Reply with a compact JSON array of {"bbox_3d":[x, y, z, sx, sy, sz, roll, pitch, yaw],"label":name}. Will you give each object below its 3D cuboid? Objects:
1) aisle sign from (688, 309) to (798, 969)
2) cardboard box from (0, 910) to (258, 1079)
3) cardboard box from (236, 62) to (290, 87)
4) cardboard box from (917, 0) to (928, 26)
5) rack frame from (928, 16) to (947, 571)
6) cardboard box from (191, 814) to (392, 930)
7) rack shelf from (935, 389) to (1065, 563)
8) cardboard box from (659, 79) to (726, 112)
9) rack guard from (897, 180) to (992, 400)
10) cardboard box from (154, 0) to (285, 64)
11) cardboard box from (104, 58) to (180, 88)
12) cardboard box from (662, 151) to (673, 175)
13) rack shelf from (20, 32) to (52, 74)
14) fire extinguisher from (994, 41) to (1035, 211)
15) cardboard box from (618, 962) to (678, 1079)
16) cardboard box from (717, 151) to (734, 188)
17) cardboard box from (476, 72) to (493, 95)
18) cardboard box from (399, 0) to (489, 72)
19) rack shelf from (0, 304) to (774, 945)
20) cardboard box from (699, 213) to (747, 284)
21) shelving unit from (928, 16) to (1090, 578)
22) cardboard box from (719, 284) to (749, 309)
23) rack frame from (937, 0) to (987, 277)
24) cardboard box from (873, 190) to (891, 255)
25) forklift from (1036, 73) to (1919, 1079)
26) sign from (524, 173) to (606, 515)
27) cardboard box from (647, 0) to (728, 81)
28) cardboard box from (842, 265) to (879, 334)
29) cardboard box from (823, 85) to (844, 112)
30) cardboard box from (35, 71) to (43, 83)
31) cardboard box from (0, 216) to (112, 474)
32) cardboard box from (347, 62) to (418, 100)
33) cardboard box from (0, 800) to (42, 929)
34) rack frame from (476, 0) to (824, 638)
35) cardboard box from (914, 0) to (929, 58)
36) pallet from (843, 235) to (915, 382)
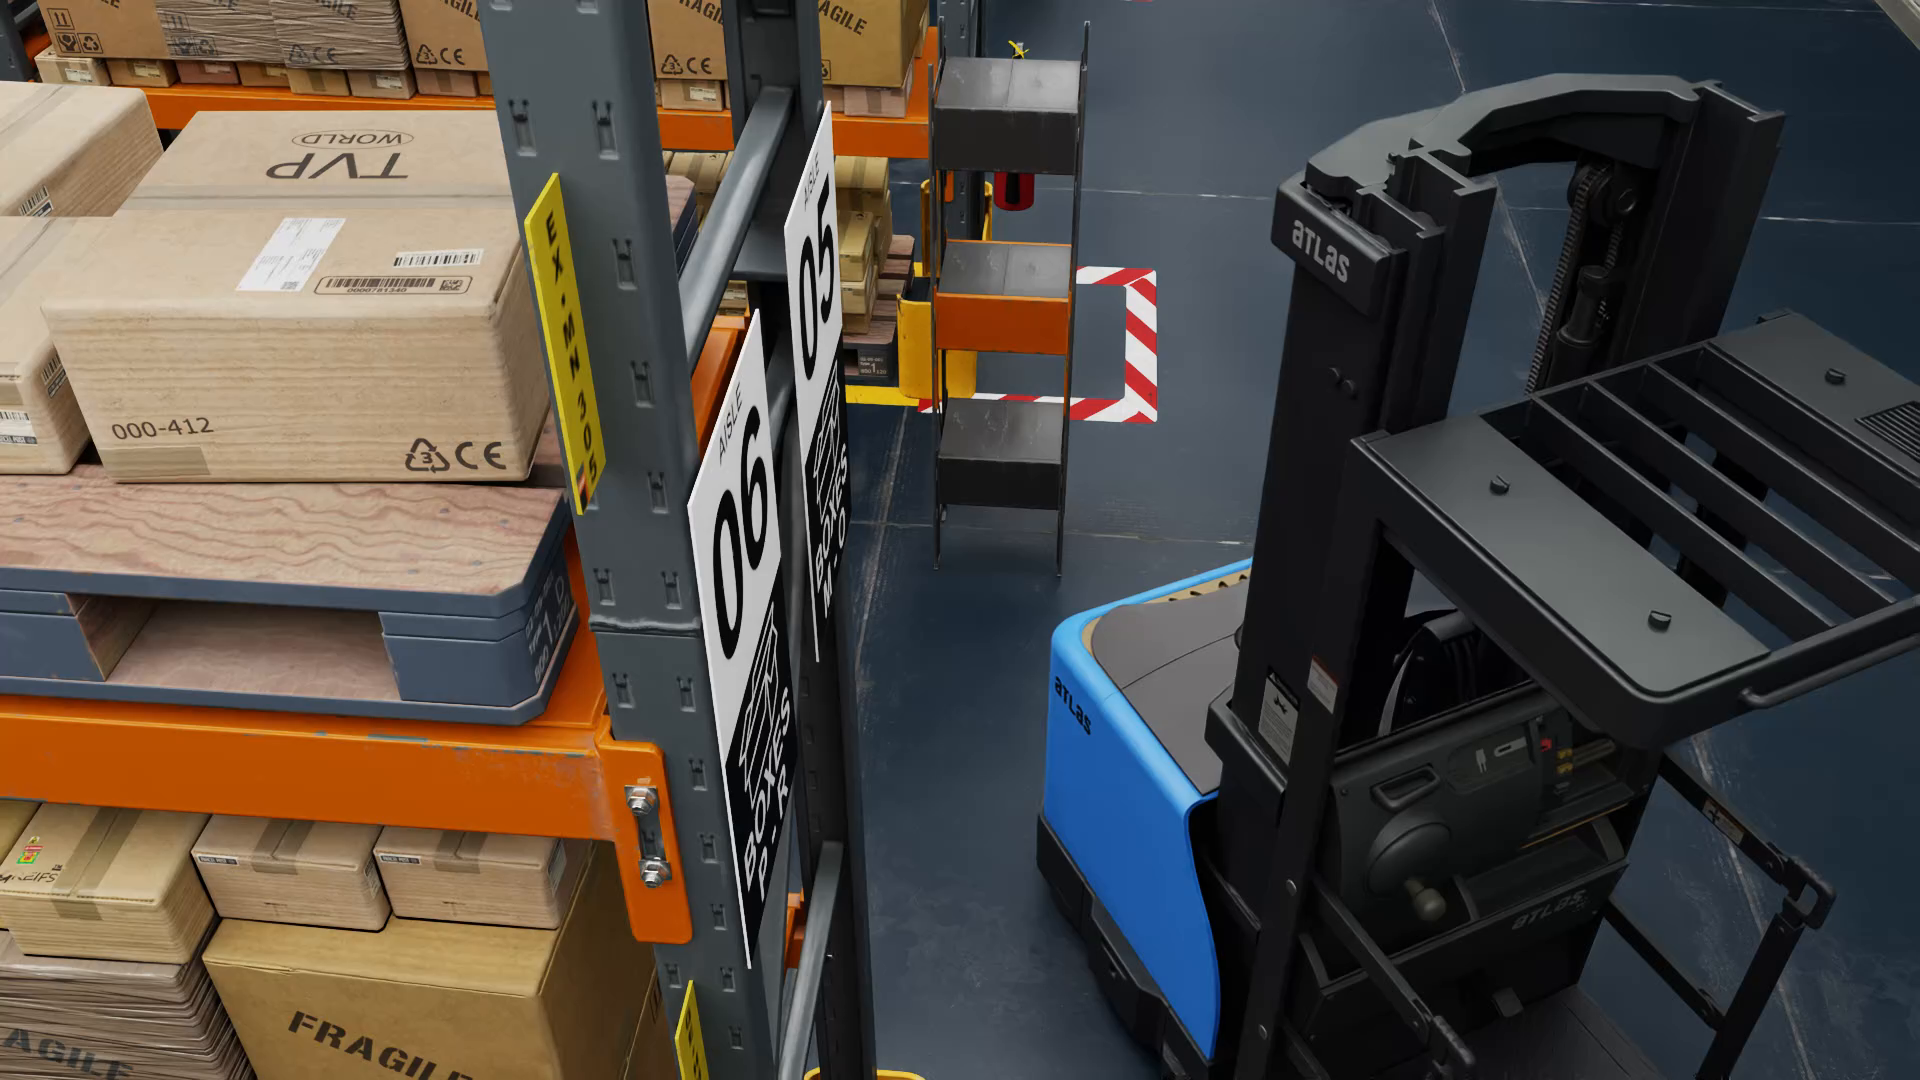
[{"bbox_3d":[-0.265,0.146,2.135,0.004,0.787,0.394,3,39,4],"label":"aisle sign"},{"bbox_3d":[-1.334,0.642,2.714,0.500,0.500,0.500,3,39,4],"label":"cardboard box"},{"bbox_3d":[-2.911,-2.095,7.147,0.250,0.149,0.380,2,39,2],"label":"cardboard box"},{"bbox_3d":[-0.407,-2.516,7.150,0.500,0.500,0.500,5,39,6],"label":"cardboard box"},{"bbox_3d":[-0.078,-0.819,6.092,0.015,2.100,0.400,3,39,4],"label":"rack frame"},{"bbox_3d":[-0.940,0.385,2.516,0.250,0.149,0.380,4,39,5],"label":"cardboard box"},{"bbox_3d":[0.165,-0.252,6.527,0.480,0.518,0.431,3,39,4],"label":"rack shelf"},{"bbox_3d":[-1.085,-1.947,6.964,0.250,0.149,0.380,4,39,5],"label":"cardboard box"},{"bbox_3d":[-0.060,-1.198,7.826,0.348,0.500,1.175,3,39,4],"label":"rack guard"},{"bbox_3d":[-3.004,-2.328,6.919,0.500,0.500,0.500,3,39,4],"label":"cardboard box"},{"bbox_3d":[-3.451,-2.095,7.147,0.250,0.149,0.380,4,39,5],"label":"cardboard box"},{"bbox_3d":[-1.531,-1.710,7.929,0.250,0.149,0.380,5,39,6],"label":"cardboard box"},{"bbox_3d":[-5.962,-2.211,7.660,4.000,0.370,1.077,3,39,4],"label":"rack shelf"},{"bbox_3d":[0.227,-1.685,6.800,0.183,0.674,0.296,3,39,4],"label":"fire extinguisher"},{"bbox_3d":[-0.814,1.057,2.996,0.500,0.500,0.500,3,39,4],"label":"cardboard box"},{"bbox_3d":[-1.002,-1.727,7.950,0.250,0.149,0.380,3,39,4],"label":"cardboard box"},{"bbox_3d":[-1.875,-2.036,7.074,0.250,0.149,0.380,4,39,5],"label":"cardboard box"},{"bbox_3d":[-1.968,-2.267,6.844,0.500,0.500,0.500,5,39,6],"label":"cardboard box"},{"bbox_3d":[-2.303,-0.038,2.614,4.000,0.370,1.077,3,39,4],"label":"rack shelf"},{"bbox_3d":[-1.048,-1.305,7.431,0.250,0.149,0.380,2,39,3],"label":"cardboard box"},{"bbox_3d":[0.165,-0.805,6.076,0.503,2.100,0.431,3,39,4],"label":"shelving unit"},{"bbox_3d":[-1.052,-1.212,7.553,0.250,0.149,0.380,2,39,2],"label":"cardboard box"},{"bbox_3d":[0.016,-2.163,7.032,0.127,3.000,1.000,3,39,4],"label":"rack frame"},{"bbox_3d":[-0.484,-1.526,7.939,0.250,0.149,0.380,5,39,6],"label":"cardboard box"},{"bbox_3d":[1.331,0.641,3.641,1.130,2.935,3.031,-17,42,-19],"label":"forklift"},{"bbox_3d":[-0.371,-0.180,1.580,0.005,0.325,0.100,3,39,4],"label":"sign"},{"bbox_3d":[-0.967,-2.211,6.776,0.500,0.500,0.500,3,39,3],"label":"cardboard box"},{"bbox_3d":[-0.526,-1.118,7.673,0.250,0.149,0.380,4,39,5],"label":"cardboard box"},{"bbox_3d":[-0.578,-1.943,6.960,0.250,0.149,0.380,3,39,4],"label":"cardboard box"},{"bbox_3d":[-4.682,-2.072,7.973,0.500,0.250,0.500,2,39,2],"label":"cardboard box"},{"bbox_3d":[-1.191,-0.253,2.095,0.250,0.149,0.380,0,39,0],"label":"cardboard box"},{"bbox_3d":[-2.399,-2.021,7.056,0.250,0.149,0.380,5,39,6],"label":"cardboard box"},{"bbox_3d":[-1.452,0.384,2.517,0.250,0.149,0.380,4,39,5],"label":"cardboard box"},{"bbox_3d":[-0.310,-1.371,1.306,0.127,3.000,1.000,3,39,4],"label":"rack frame"},{"bbox_3d":[-0.278,-2.290,7.386,0.250,0.149,0.380,3,39,3],"label":"cardboard box"},{"bbox_3d":[-0.866,-1.153,7.999,1.213,0.211,1.003,3,39,4],"label":"pallet"}]
